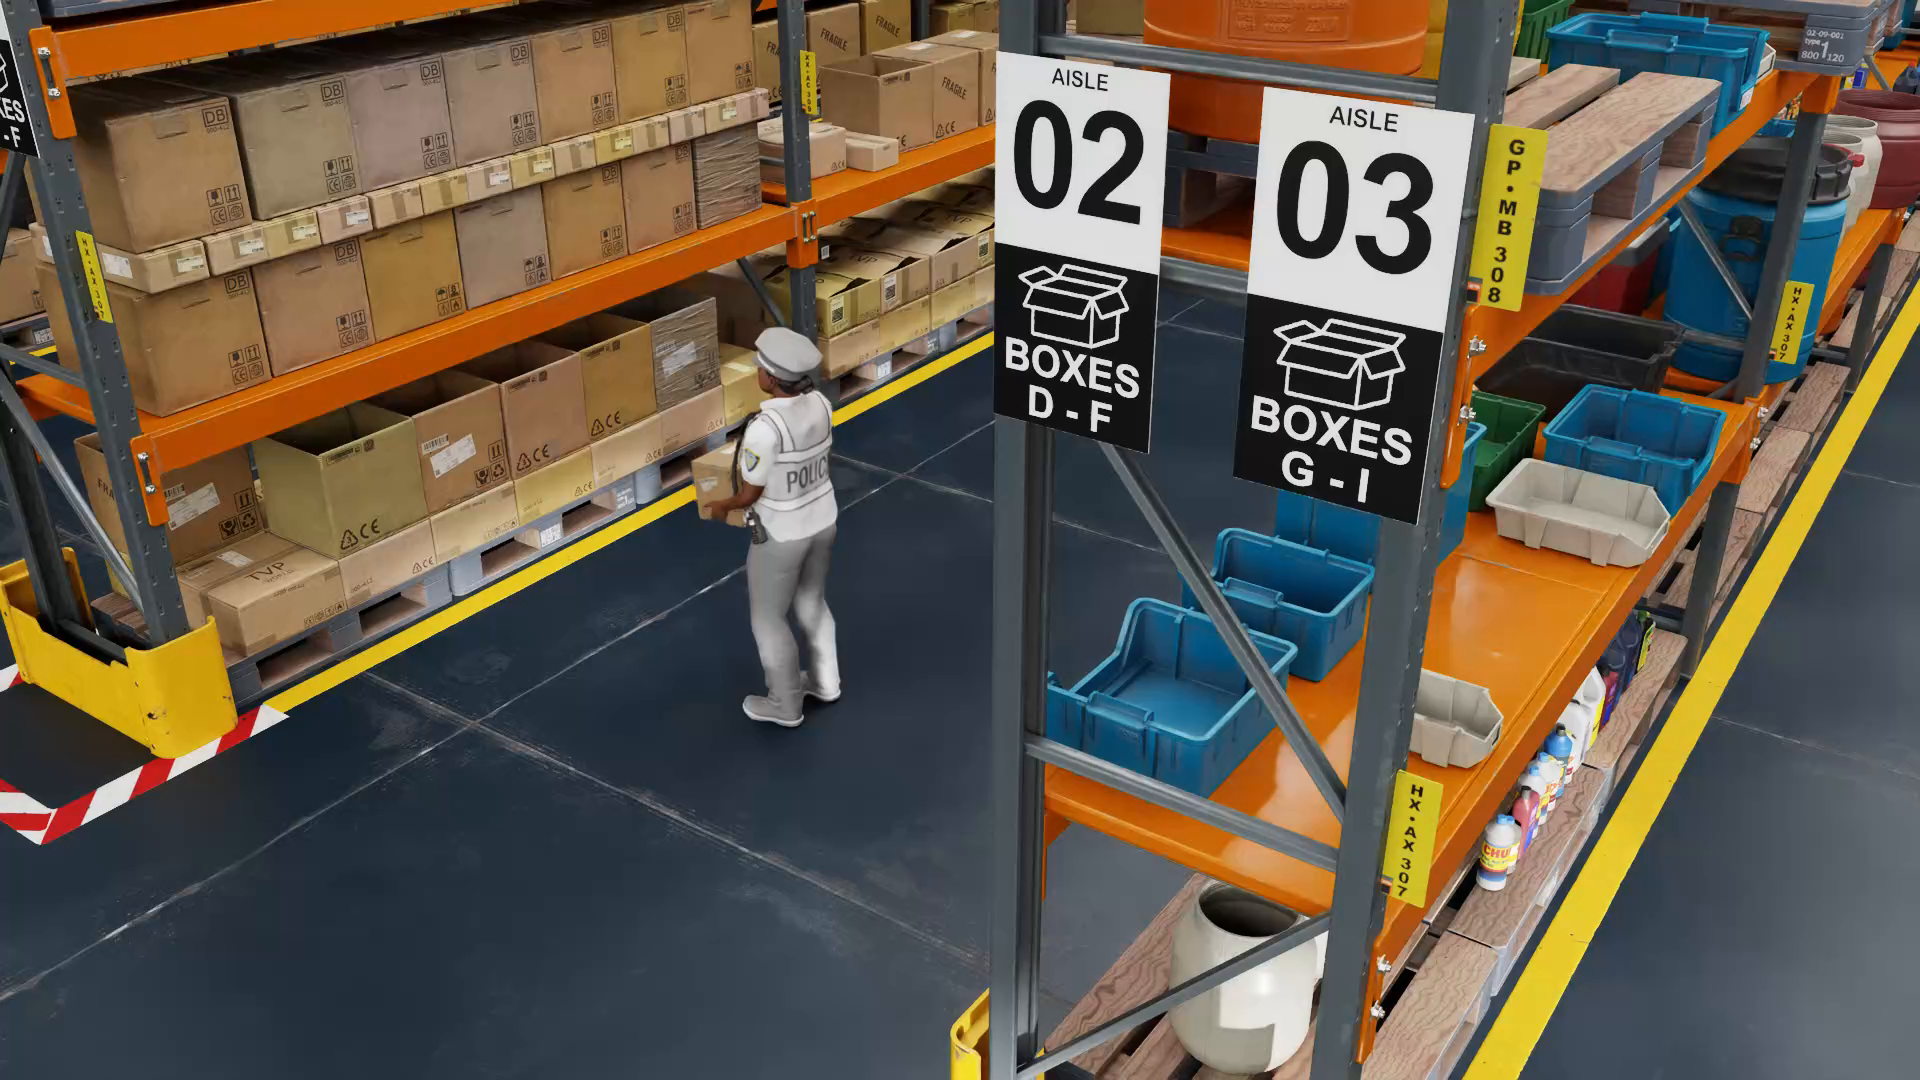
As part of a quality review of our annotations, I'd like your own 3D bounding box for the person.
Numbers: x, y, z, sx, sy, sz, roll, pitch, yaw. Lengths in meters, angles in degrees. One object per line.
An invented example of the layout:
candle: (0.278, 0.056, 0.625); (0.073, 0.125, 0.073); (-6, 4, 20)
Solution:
person: (-0.752, -0.064, 6.707); (0.508, 1.692, 0.464); (17, 32, 30)
